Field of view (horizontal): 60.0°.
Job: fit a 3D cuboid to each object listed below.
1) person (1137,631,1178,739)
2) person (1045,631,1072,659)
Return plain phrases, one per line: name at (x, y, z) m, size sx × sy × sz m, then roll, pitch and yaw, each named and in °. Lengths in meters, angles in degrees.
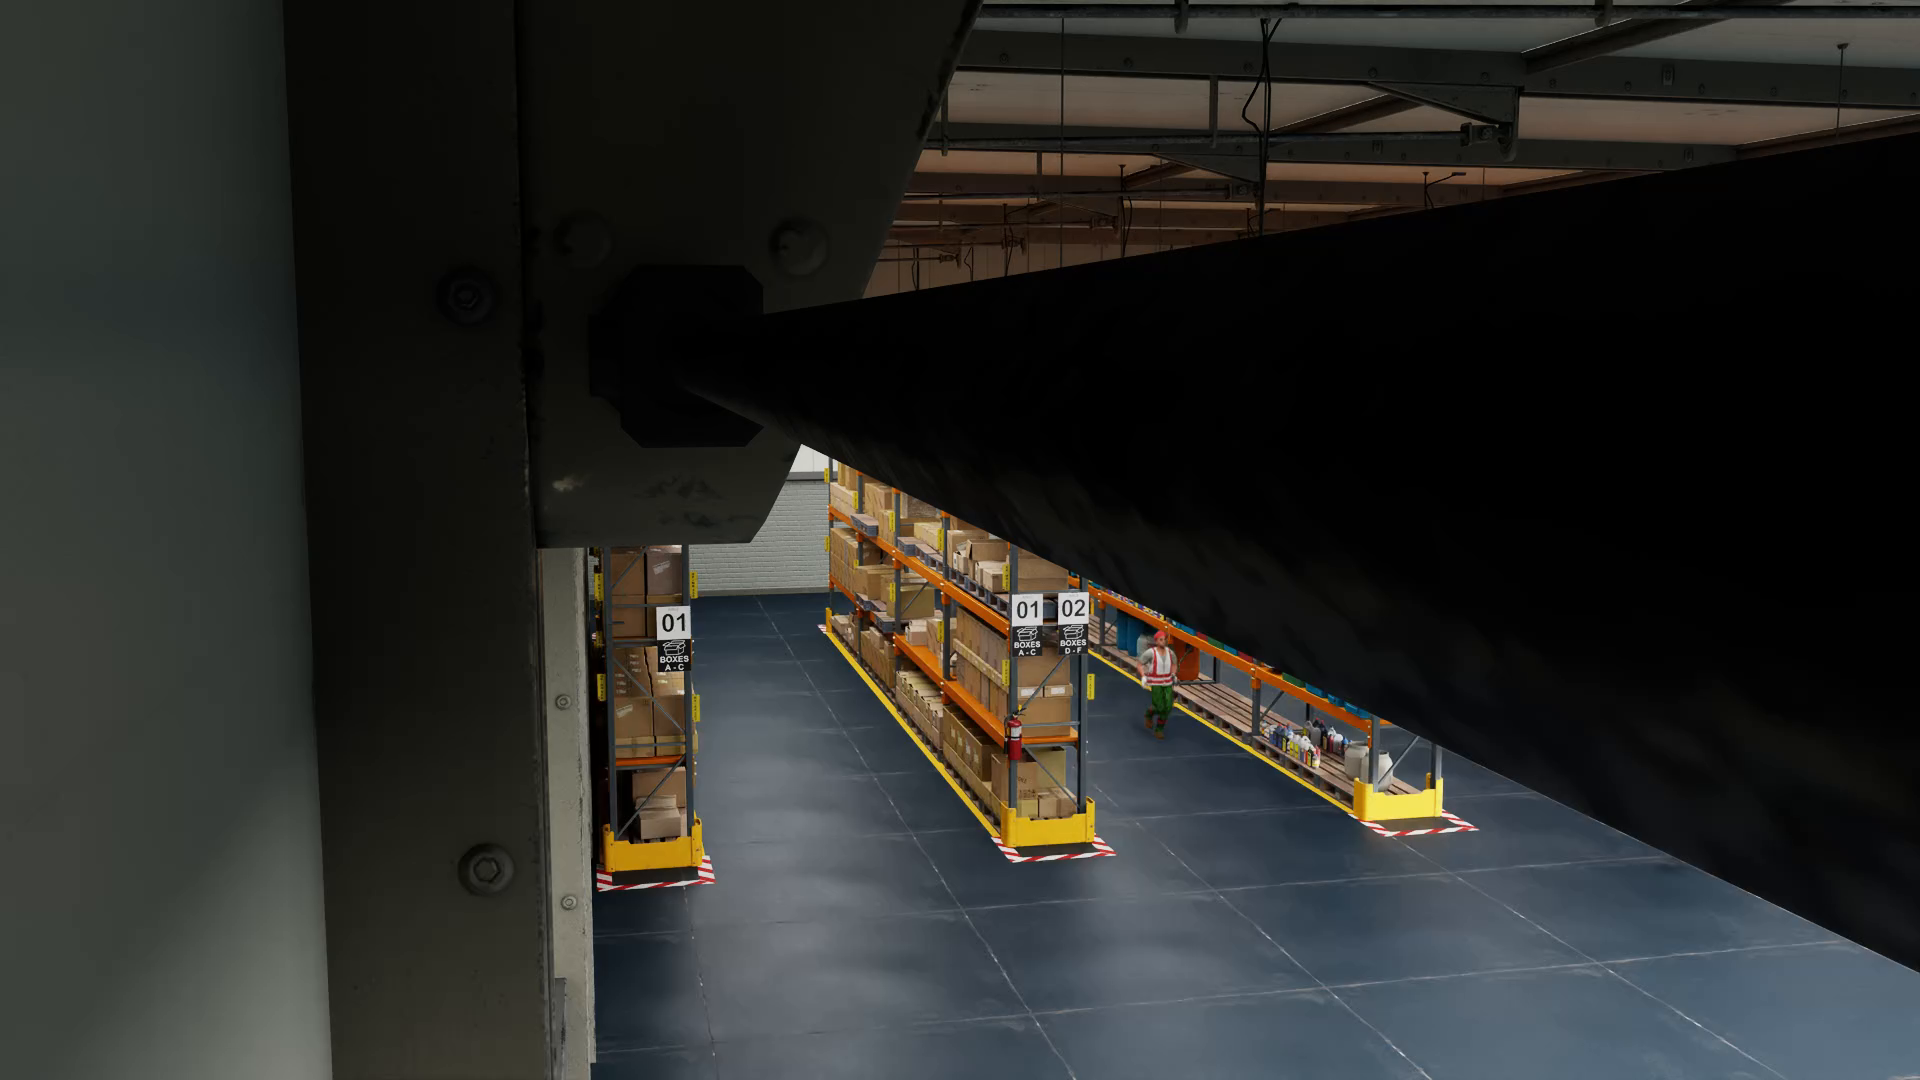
person at (3.207, 2.317, 26.616) m, size 0.660 × 1.737 × 0.596 m, roll -2°, pitch 7°, yaw -18°
person at (1.707, 1.944, 29.619) m, size 0.730 × 1.826 × 0.970 m, roll -2°, pitch 7°, yaw -15°
